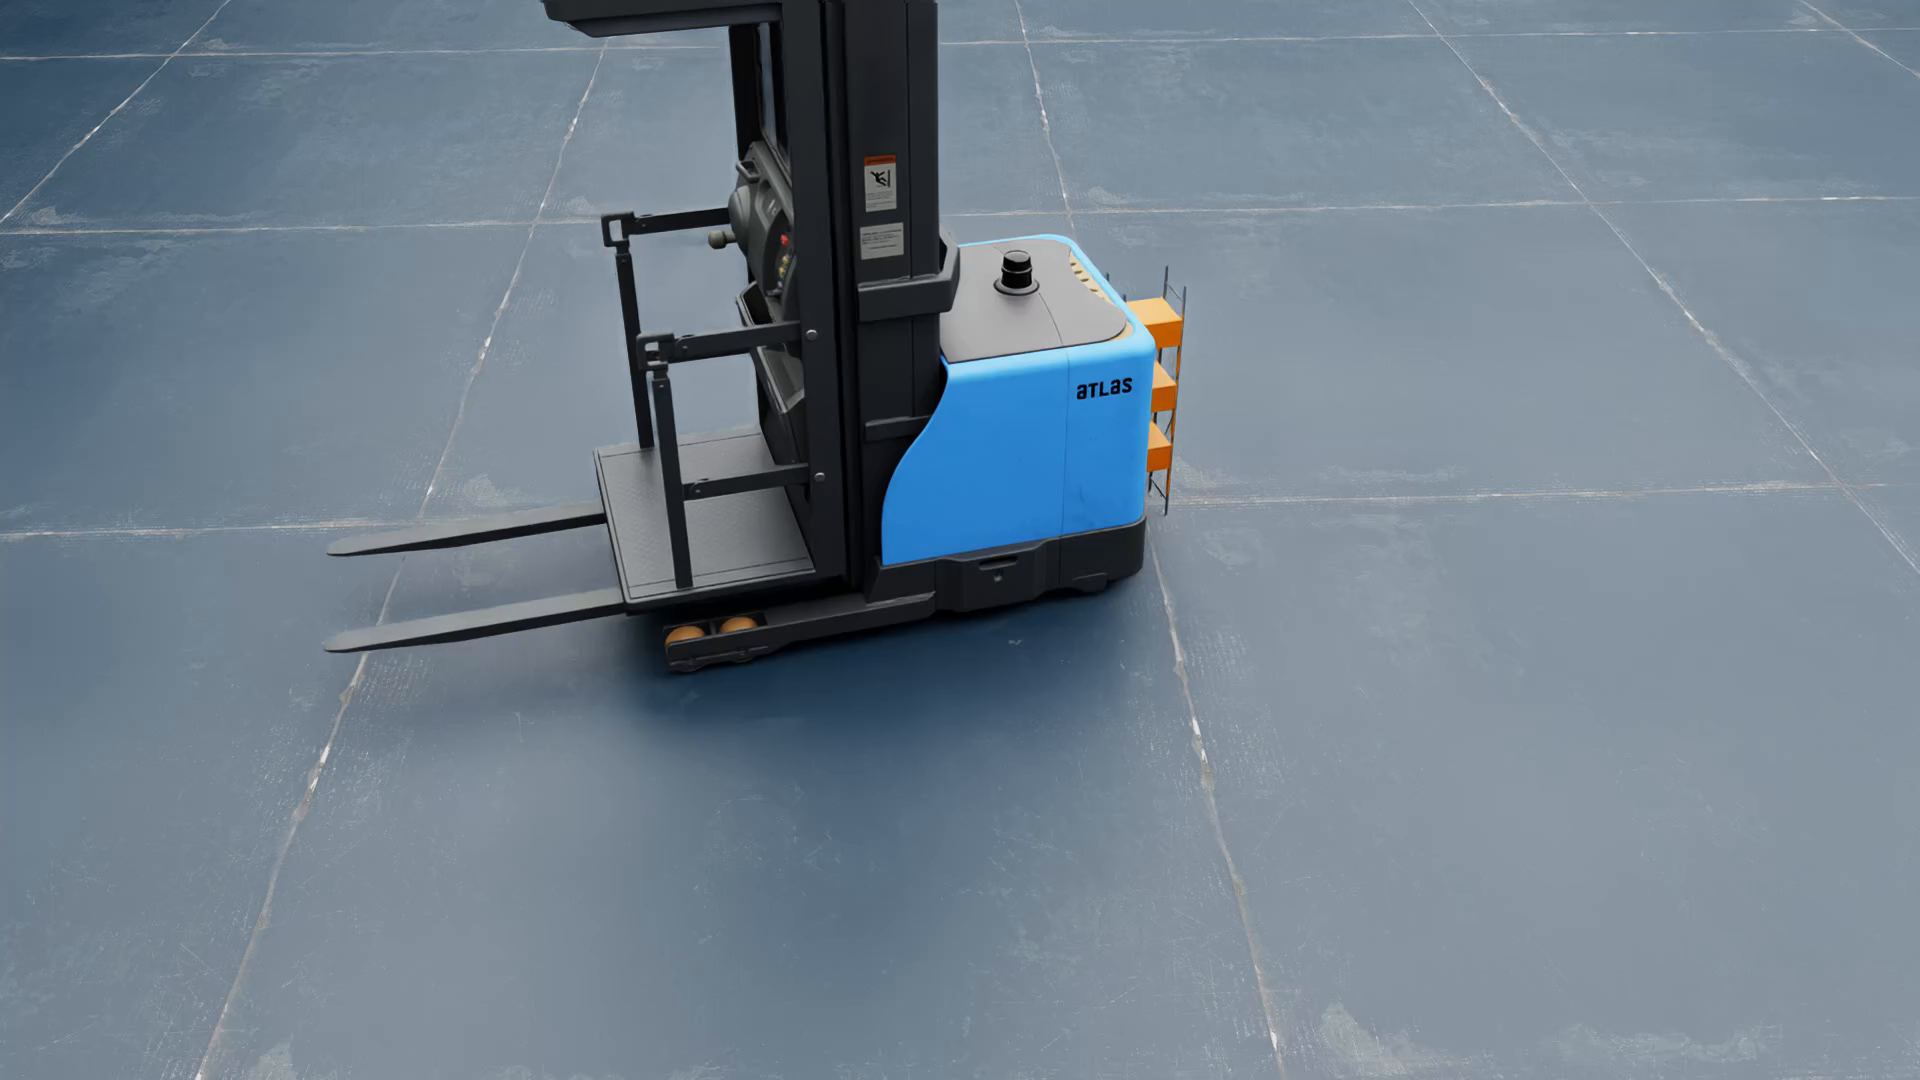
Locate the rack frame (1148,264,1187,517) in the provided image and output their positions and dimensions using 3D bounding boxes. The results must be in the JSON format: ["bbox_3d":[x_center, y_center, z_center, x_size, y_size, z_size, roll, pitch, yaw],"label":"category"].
[{"bbox_3d":[0.828,-0.583,6.670,0.008,1.050,0.200,-10,36,-13],"label":"rack frame"}]

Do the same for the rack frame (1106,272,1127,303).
[{"bbox_3d":[0.594,-0.544,6.613,0.008,1.050,0.200,-10,36,-13],"label":"rack frame"}]

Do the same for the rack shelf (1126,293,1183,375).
[{"bbox_3d":[0.711,-0.788,6.486,0.240,0.259,0.215,-10,36,-13],"label":"rack shelf"}]

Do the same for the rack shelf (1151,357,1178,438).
[{"bbox_3d":[0.711,-0.555,6.648,0.240,0.259,0.215,-10,36,-13],"label":"rack shelf"}]

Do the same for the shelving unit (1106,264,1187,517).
[{"bbox_3d":[0.711,-0.564,6.642,0.252,1.050,0.215,-10,36,-13],"label":"shelving unit"}]

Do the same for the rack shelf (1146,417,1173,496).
[{"bbox_3d":[0.711,-0.326,6.806,0.240,0.259,0.215,-10,36,-13],"label":"rack shelf"}]

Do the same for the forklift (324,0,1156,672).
[{"bbox_3d":[-0.861,-1.061,5.707,3.031,2.935,1.130,-10,36,-13],"label":"forklift"}]
